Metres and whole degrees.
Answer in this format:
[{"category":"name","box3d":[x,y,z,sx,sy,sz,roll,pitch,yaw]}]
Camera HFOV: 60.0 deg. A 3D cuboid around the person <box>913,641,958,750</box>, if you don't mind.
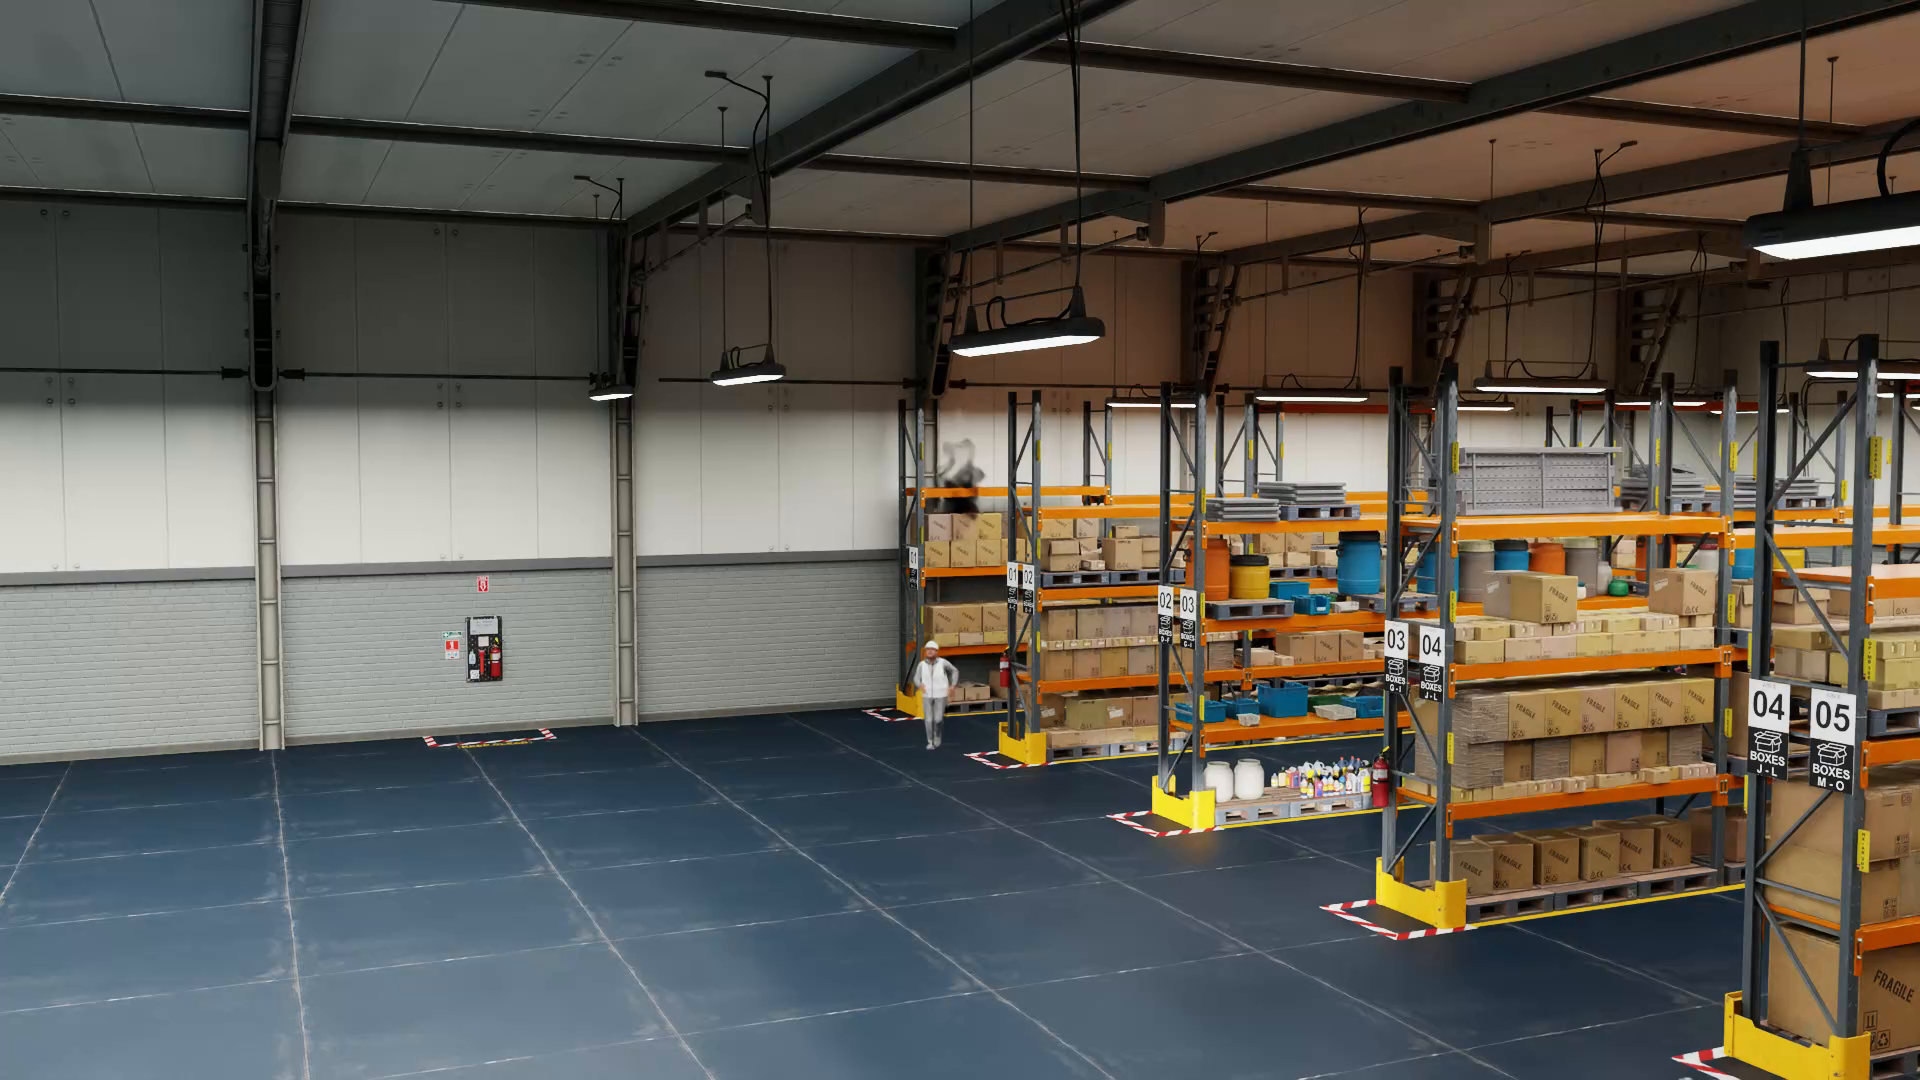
[{"category":"person","box3d":[-0.399,2.472,26.283,0.689,1.752,0.685,1,3,10]}]
